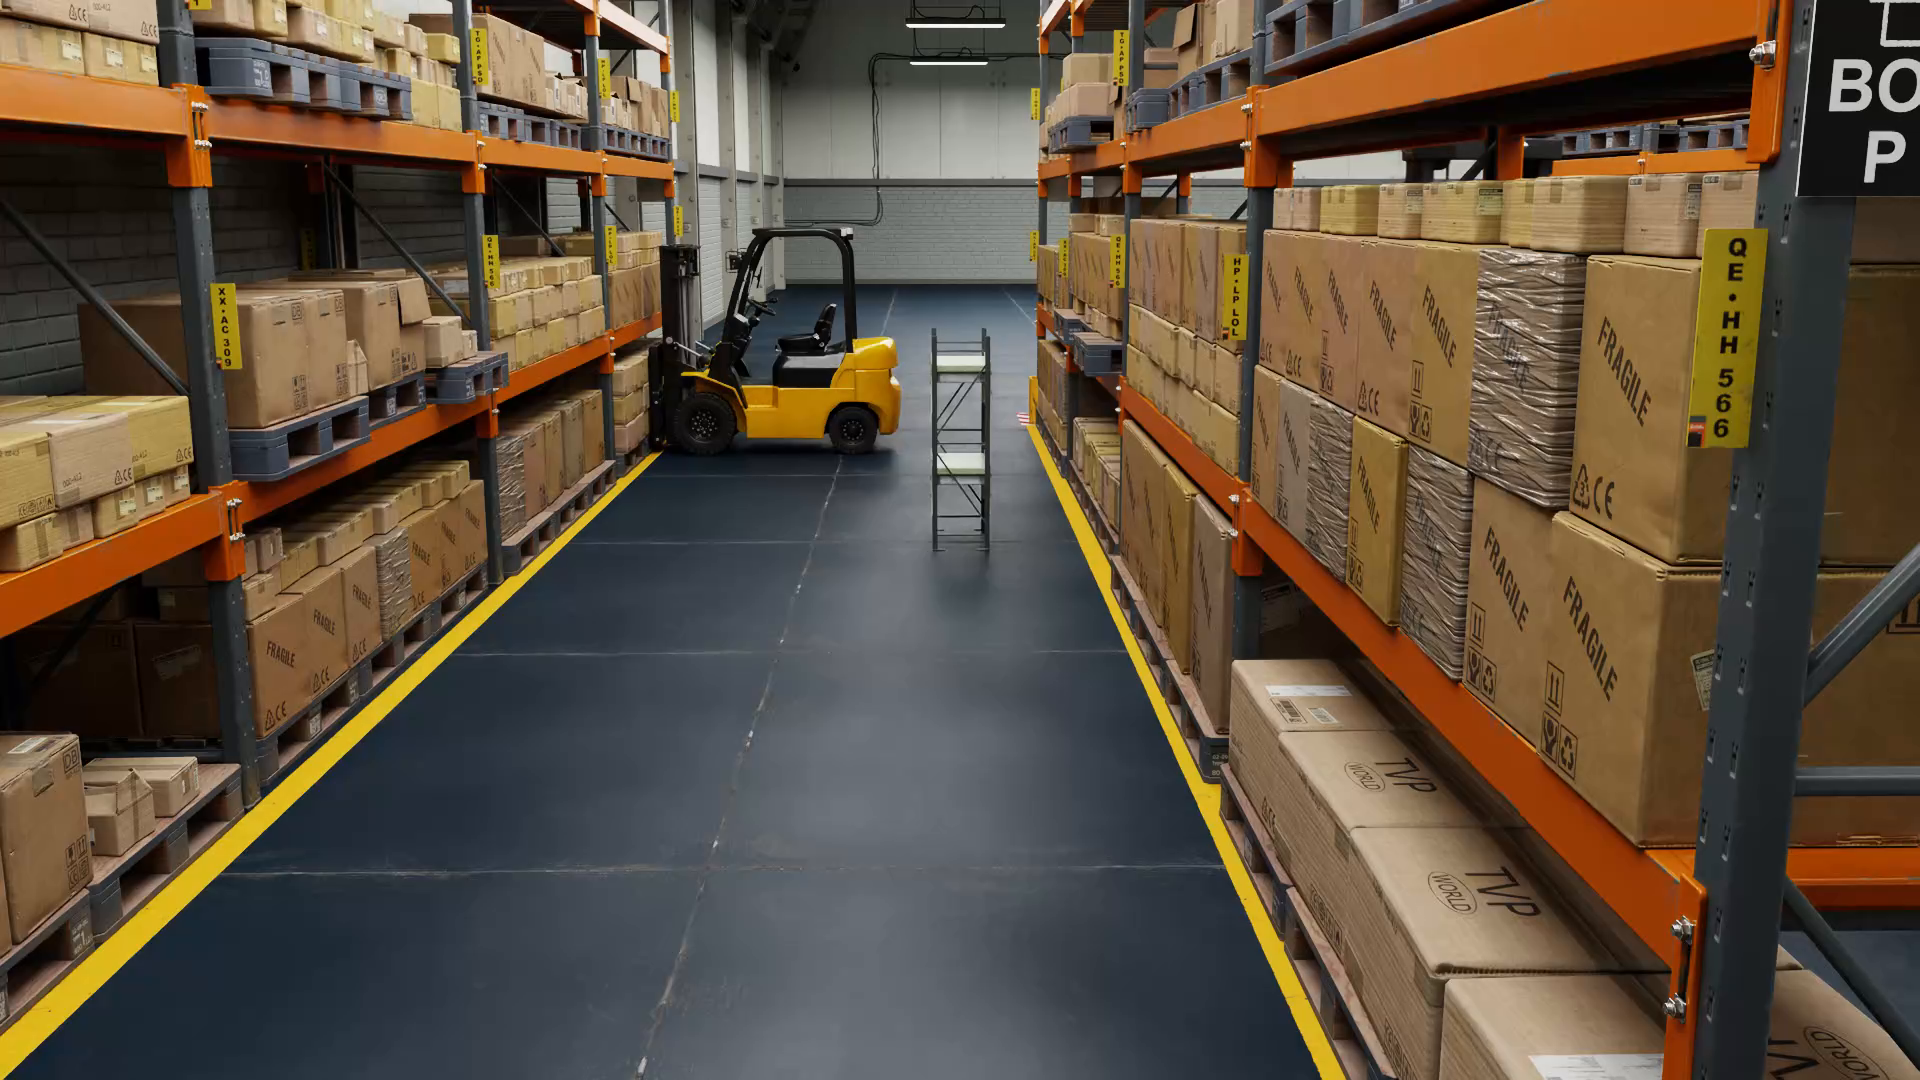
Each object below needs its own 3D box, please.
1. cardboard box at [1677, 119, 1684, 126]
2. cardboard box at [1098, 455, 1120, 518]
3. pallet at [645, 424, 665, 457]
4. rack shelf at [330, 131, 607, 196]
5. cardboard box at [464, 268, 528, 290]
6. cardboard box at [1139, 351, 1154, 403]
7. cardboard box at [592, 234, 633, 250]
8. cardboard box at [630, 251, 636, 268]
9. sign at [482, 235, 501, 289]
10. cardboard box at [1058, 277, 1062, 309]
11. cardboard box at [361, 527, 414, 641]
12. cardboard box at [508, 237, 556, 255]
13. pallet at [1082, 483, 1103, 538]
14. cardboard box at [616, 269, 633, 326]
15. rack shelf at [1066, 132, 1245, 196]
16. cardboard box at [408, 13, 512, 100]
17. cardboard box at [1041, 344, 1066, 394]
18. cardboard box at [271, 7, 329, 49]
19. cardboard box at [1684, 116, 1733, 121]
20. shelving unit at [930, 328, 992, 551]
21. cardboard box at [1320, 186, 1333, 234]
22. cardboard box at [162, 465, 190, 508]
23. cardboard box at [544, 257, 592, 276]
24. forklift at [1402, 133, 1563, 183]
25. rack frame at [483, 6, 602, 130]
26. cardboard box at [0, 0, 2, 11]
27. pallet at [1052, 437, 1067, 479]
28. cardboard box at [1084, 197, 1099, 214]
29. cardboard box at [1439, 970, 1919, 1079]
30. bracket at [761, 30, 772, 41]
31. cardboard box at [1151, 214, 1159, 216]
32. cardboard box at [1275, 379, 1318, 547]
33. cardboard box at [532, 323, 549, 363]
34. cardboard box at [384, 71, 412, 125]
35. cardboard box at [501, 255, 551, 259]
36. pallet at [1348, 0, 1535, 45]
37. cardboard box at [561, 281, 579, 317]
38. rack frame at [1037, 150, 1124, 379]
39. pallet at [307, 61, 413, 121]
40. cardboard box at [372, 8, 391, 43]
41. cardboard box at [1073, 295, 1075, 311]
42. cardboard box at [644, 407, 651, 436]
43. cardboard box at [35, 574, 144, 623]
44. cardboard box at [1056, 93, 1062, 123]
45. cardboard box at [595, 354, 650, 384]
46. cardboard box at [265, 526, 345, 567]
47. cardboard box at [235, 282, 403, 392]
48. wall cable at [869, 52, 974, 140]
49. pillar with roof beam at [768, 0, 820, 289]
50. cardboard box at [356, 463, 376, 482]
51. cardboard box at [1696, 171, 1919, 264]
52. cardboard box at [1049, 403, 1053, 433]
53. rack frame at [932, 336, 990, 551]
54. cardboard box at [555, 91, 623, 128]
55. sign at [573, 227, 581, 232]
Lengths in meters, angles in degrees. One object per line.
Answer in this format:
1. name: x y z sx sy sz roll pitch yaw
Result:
1. cardboard box: 6.710 -3.817 15.111 0.380 0.149 0.250 0 11 -1
2. cardboard box: 1.500 -0.382 11.952 0.950 0.372 0.625 0 11 -2
3. pallet: -3.523 -1.014 16.527 1.003 0.211 1.213 0 11 -1
4. rack shelf: -3.479 -2.699 12.085 1.077 0.370 4.000 0 11 -1
5. cardboard box: -3.241 -1.821 11.610 0.380 0.149 0.250 0 11 -1
6. cardboard box: 1.312 -0.931 9.483 0.500 0.250 0.500 -1 11 -3
7. cardboard box: -3.359 -2.862 15.990 0.380 0.149 0.250 0 11 -1
8. cardboard box: -3.239 -2.615 15.523 0.380 0.149 0.250 0 11 -2
9. sign: -2.895 -1.717 10.265 0.100 0.325 0.005 0 11 -1
10. cardboard box: 1.167 -2.385 15.270 0.500 0.500 0.500 0 11 1
11. cardboard box: -3.171 0.225 8.637 0.500 0.500 0.500 -1 11 -3
12. cardboard box: -3.793 -2.604 14.720 0.380 0.149 0.250 -1 11 -3
13. pallet: 1.488 -0.236 12.691 1.003 0.211 1.213 0 11 -1
14. cardboard box: -3.296 -2.221 15.211 0.500 0.500 0.500 0 11 0
15. rack shelf: 1.484 -2.720 12.189 1.077 0.370 4.000 0 11 -1
16. cardboard box: -3.209 -3.103 10.706 0.500 0.500 0.500 0 11 -1
17. cardboard box: 1.116 -1.751 17.120 0.500 0.500 0.500 -1 11 -3
18. cardboard box: -2.957 -2.204 7.158 0.380 0.149 0.250 0 11 0
19. cardboard box: 6.152 -3.579 13.641 0.258 0.266 0.396 0 11 -2
20. shelving unit: 0.000 -0.736 11.917 0.431 1.500 0.755 0 11 -1
21. cardboard box: 1.367 -1.052 5.303 0.380 0.149 0.250 0 11 -2
22. cardboard box: -3.096 -0.204 6.150 0.380 0.149 0.250 0 11 0
23. cardboard box: -3.291 -2.279 13.866 0.380 0.149 0.250 0 11 1
24. forklift: 3.328 -1.362 11.403 1.130 2.935 3.031 0 11 1
25. rack frame: -3.520 -4.919 13.674 1.000 3.000 0.127 0 11 -1
26. cardboard box: -3.074 -1.631 4.640 0.500 0.250 0.500 0 11 0
27. pallet: 1.393 -0.767 15.310 1.003 0.211 1.213 0 11 -1
28. cardboard box: 1.576 -3.078 16.174 0.700 0.500 0.500 0 11 -2
29. cardboard box: 1.577 1.304 3.475 0.875 0.438 0.875 -1 11 -3
30. bracket: -4.622 -12.026 39.652 0.235 0.232 0.430 0 11 -1
31. cardboard box: 1.705 -2.491 13.107 0.380 0.149 0.250 -1 11 -3
32. cardboard box: 1.362 -0.265 5.568 0.500 0.500 0.500 0 11 -1
33. cardboard box: -3.226 -1.402 11.804 0.500 0.250 0.500 -1 11 -3
34. cardboard box: -3.163 -2.280 8.588 0.500 0.250 0.500 0 11 -1
35. cardboard box: -3.784 -2.409 14.506 0.380 0.149 0.250 0 11 -1
36. pallet: 1.636 -1.432 4.253 1.003 0.211 1.213 0 11 -1
37. cardboard box: -3.232 -1.850 12.755 0.500 0.250 0.500 0 11 0
38. rack frame: 1.360 -2.796 18.294 1.000 3.000 0.127 0 11 -1
39. pallet: -3.323 -2.103 7.809 1.213 0.211 1.003 0 11 -1
40. cardboard box: -3.108 -2.597 8.397 0.380 0.149 0.250 0 11 -1
41. cardboard box: 1.138 -1.972 13.810 0.380 0.149 0.250 0 11 0
42. cardboard box: -3.251 -1.138 15.984 0.500 0.250 0.500 0 11 0
43. cardboard box: -3.651 0.240 6.929 0.380 0.149 0.250 -1 11 -3
44. cardboard box: 1.054 -3.485 13.469 0.500 0.250 0.500 -1 11 -3
45. cardboard box: -3.239 -1.626 15.872 0.500 0.250 0.500 0 11 1
46. cardboard box: -3.183 0.030 7.966 0.380 0.149 0.250 0 11 -1
47. cardboard box: -3.168 -1.000 8.136 0.700 0.500 0.500 0 11 -1
48. wall cable: -1.144 -13.091 49.063 3.097 2.526 0.112 0 11 -1
49. pillar with roof beam: -0.805 -11.554 46.375 9.100 9.000 0.548 0 11 -1
50. cardboard box: -3.738 -0.378 9.976 0.380 0.149 0.250 0 11 2
51. cardboard box: 1.483 -0.542 2.791 0.380 0.149 0.250 0 11 0
52. cardboard box: 1.134 -1.182 16.200 0.500 0.250 0.500 0 11 0
53. rack frame: 0.007 -0.664 11.558 0.400 1.500 0.023 0 11 -1
54. cardboard box: -3.294 -3.827 14.750 0.500 0.311 0.500 0 11 0
55. sign: -4.158 -3.236 18.091 0.100 0.325 0.005 0 11 -1
